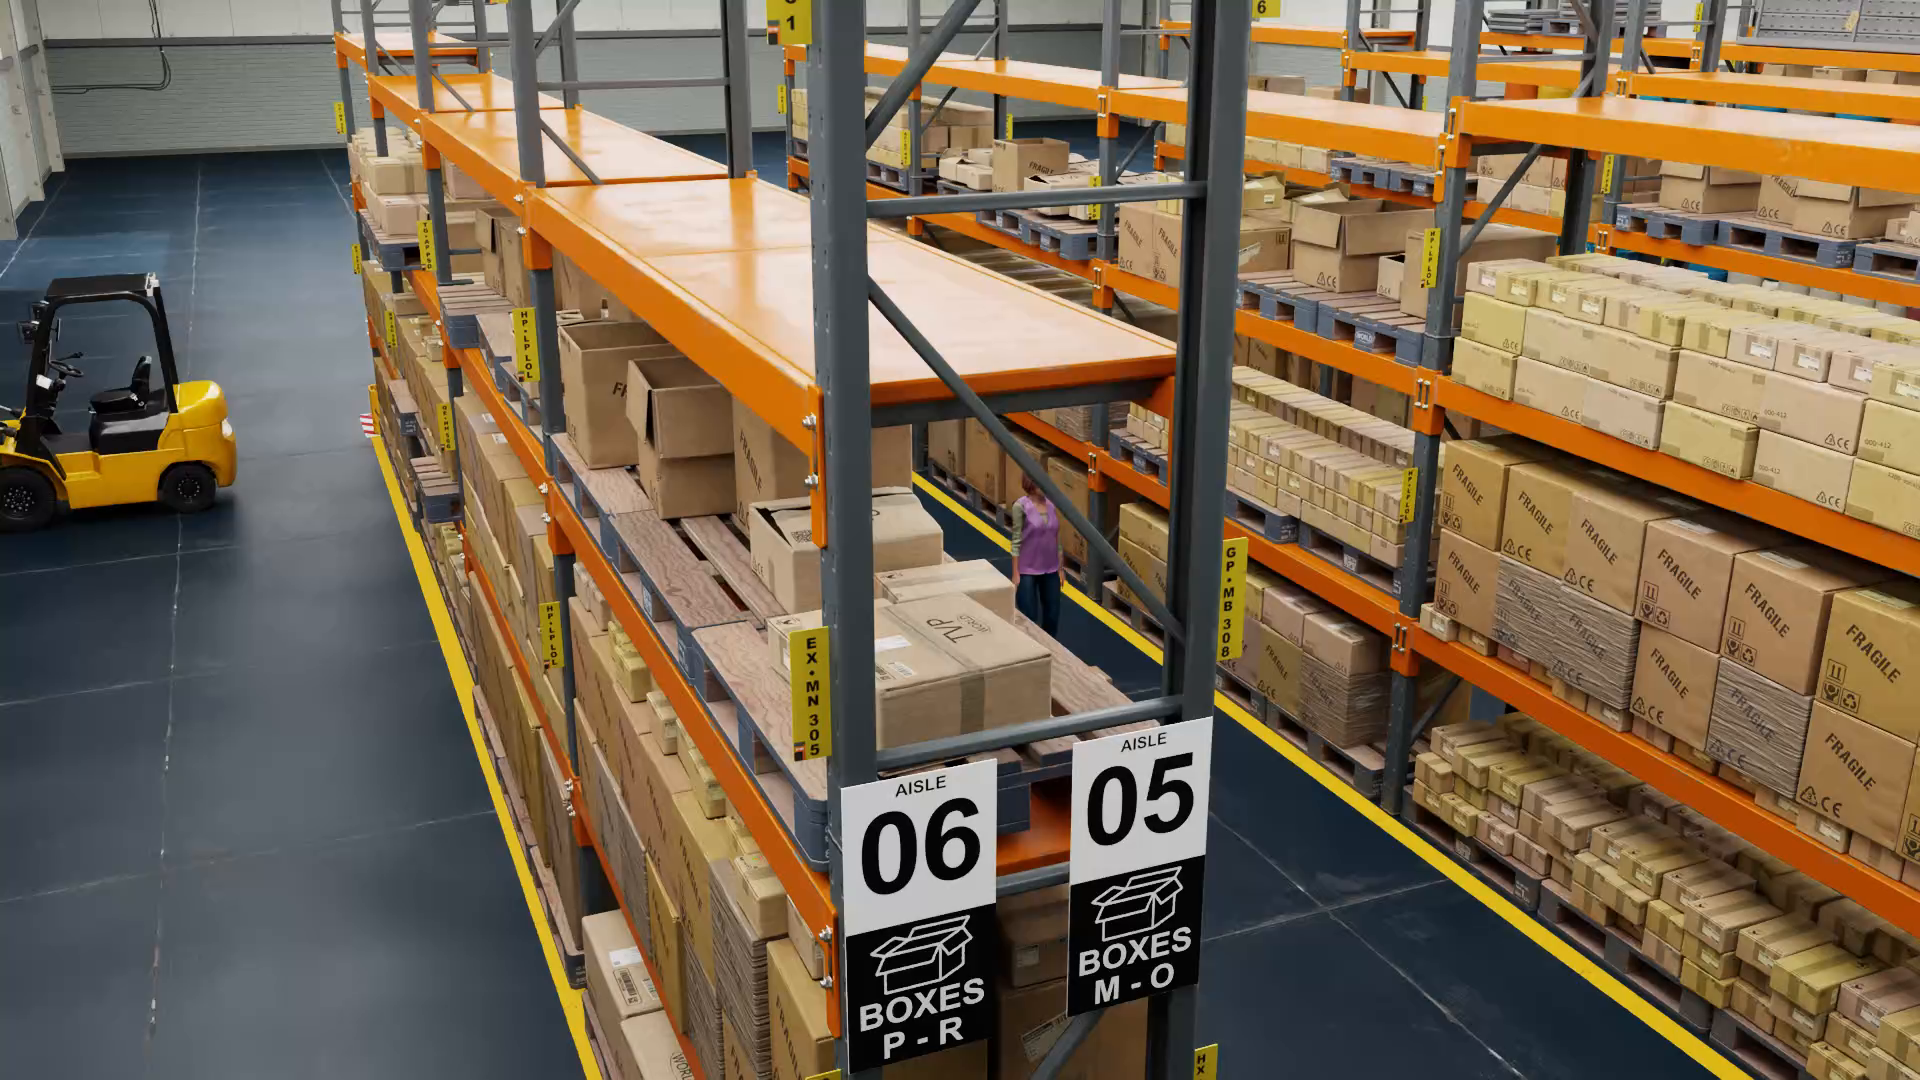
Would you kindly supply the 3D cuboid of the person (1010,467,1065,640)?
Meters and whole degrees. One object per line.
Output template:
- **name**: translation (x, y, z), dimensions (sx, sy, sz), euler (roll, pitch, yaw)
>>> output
- **person**: translation (0.569, 0.242, 12.048), dimensions (0.451, 1.593, 0.569), euler (-11, 22, -29)
